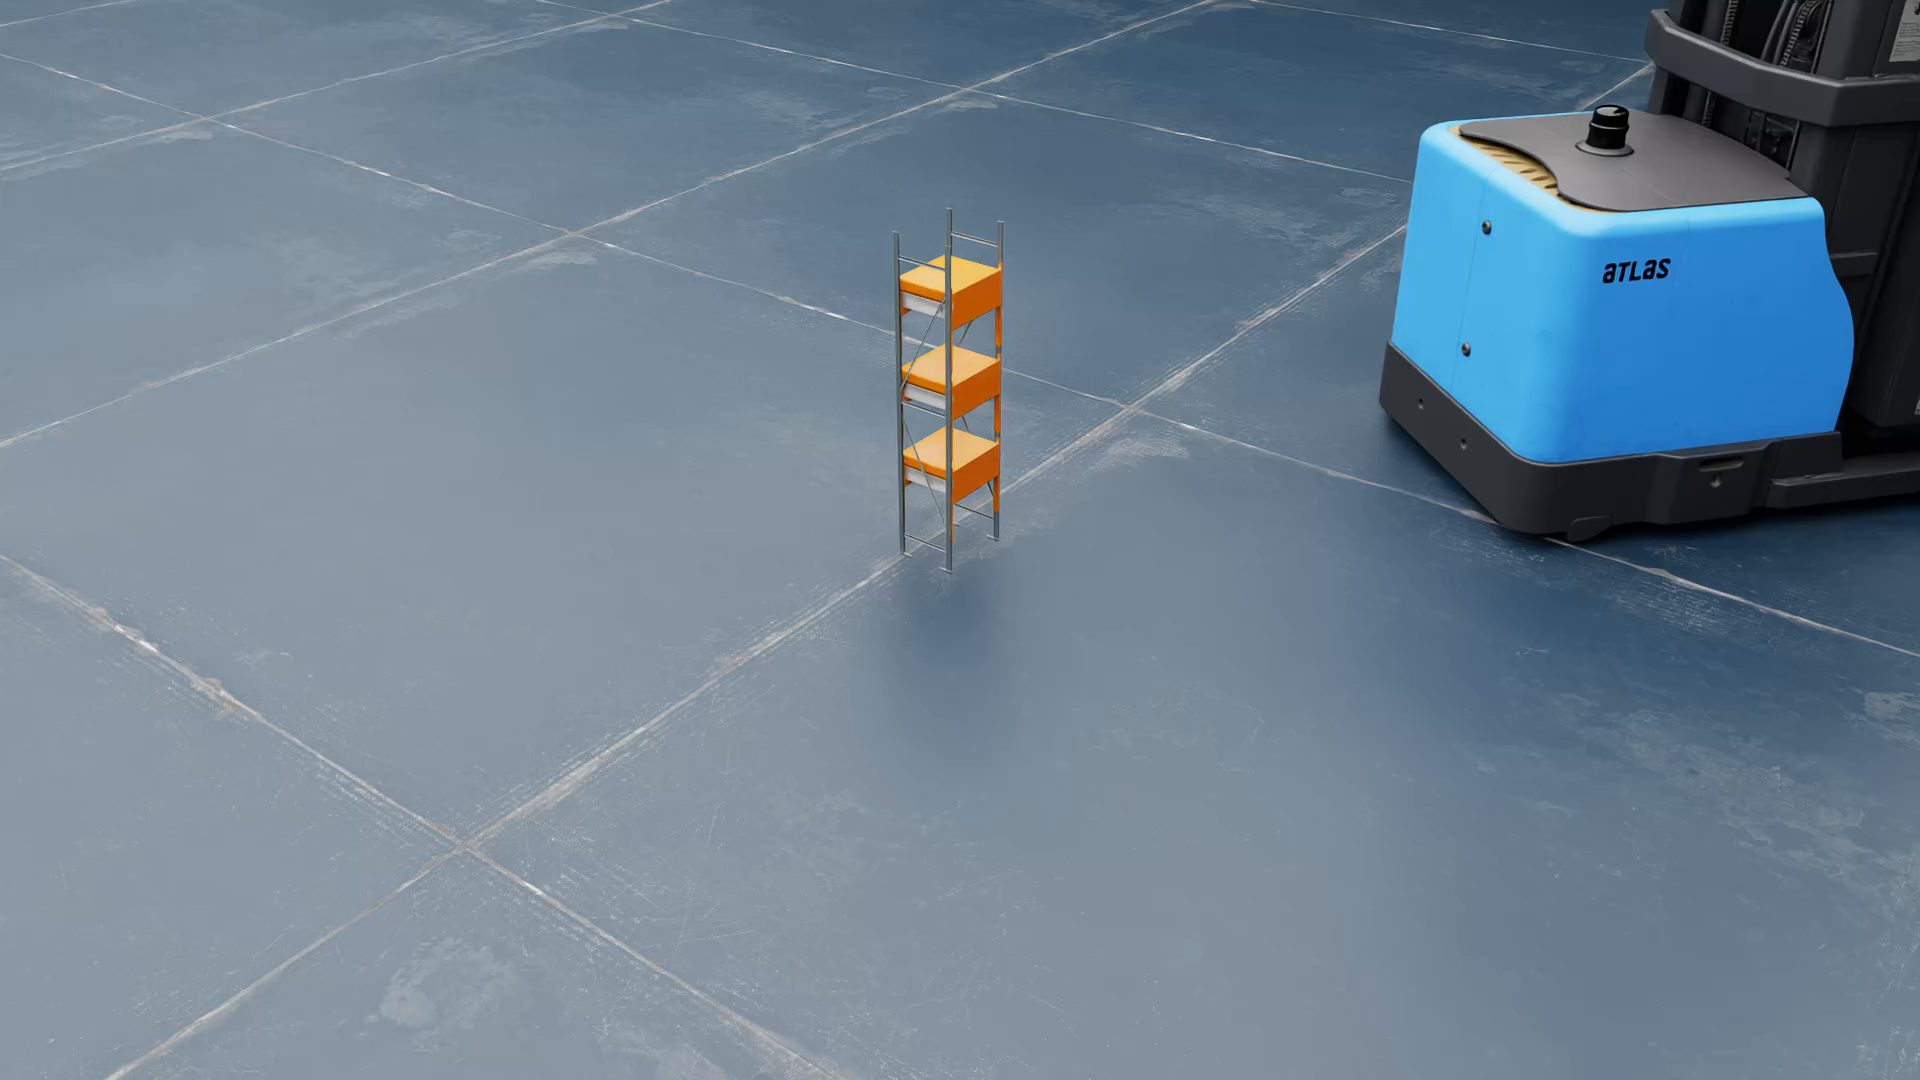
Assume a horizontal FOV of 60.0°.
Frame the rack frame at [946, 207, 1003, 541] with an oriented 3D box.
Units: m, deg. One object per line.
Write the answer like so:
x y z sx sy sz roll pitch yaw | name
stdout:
0.041 -0.479 5.029 0.200 1.050 0.008 21 37 31 | rack frame

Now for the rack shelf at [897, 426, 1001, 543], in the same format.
-0.032 -0.182 5.093 0.215 0.259 0.240 21 37 31 | rack shelf

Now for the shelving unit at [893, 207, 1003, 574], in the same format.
-0.032 -0.430 4.946 0.215 1.050 0.252 21 37 31 | shelving unit

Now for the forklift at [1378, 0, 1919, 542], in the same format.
3.067 -1.639 5.141 3.031 2.935 1.130 -7 31 -11 | forklift

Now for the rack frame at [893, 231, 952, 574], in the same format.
-0.106 -0.380 4.862 0.200 1.050 0.008 21 37 31 | rack frame

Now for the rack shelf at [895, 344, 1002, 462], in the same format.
-0.032 -0.421 4.951 0.215 0.259 0.240 21 37 31 | rack shelf

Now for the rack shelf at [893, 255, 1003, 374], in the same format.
-0.032 -0.665 4.806 0.215 0.259 0.240 21 37 31 | rack shelf
